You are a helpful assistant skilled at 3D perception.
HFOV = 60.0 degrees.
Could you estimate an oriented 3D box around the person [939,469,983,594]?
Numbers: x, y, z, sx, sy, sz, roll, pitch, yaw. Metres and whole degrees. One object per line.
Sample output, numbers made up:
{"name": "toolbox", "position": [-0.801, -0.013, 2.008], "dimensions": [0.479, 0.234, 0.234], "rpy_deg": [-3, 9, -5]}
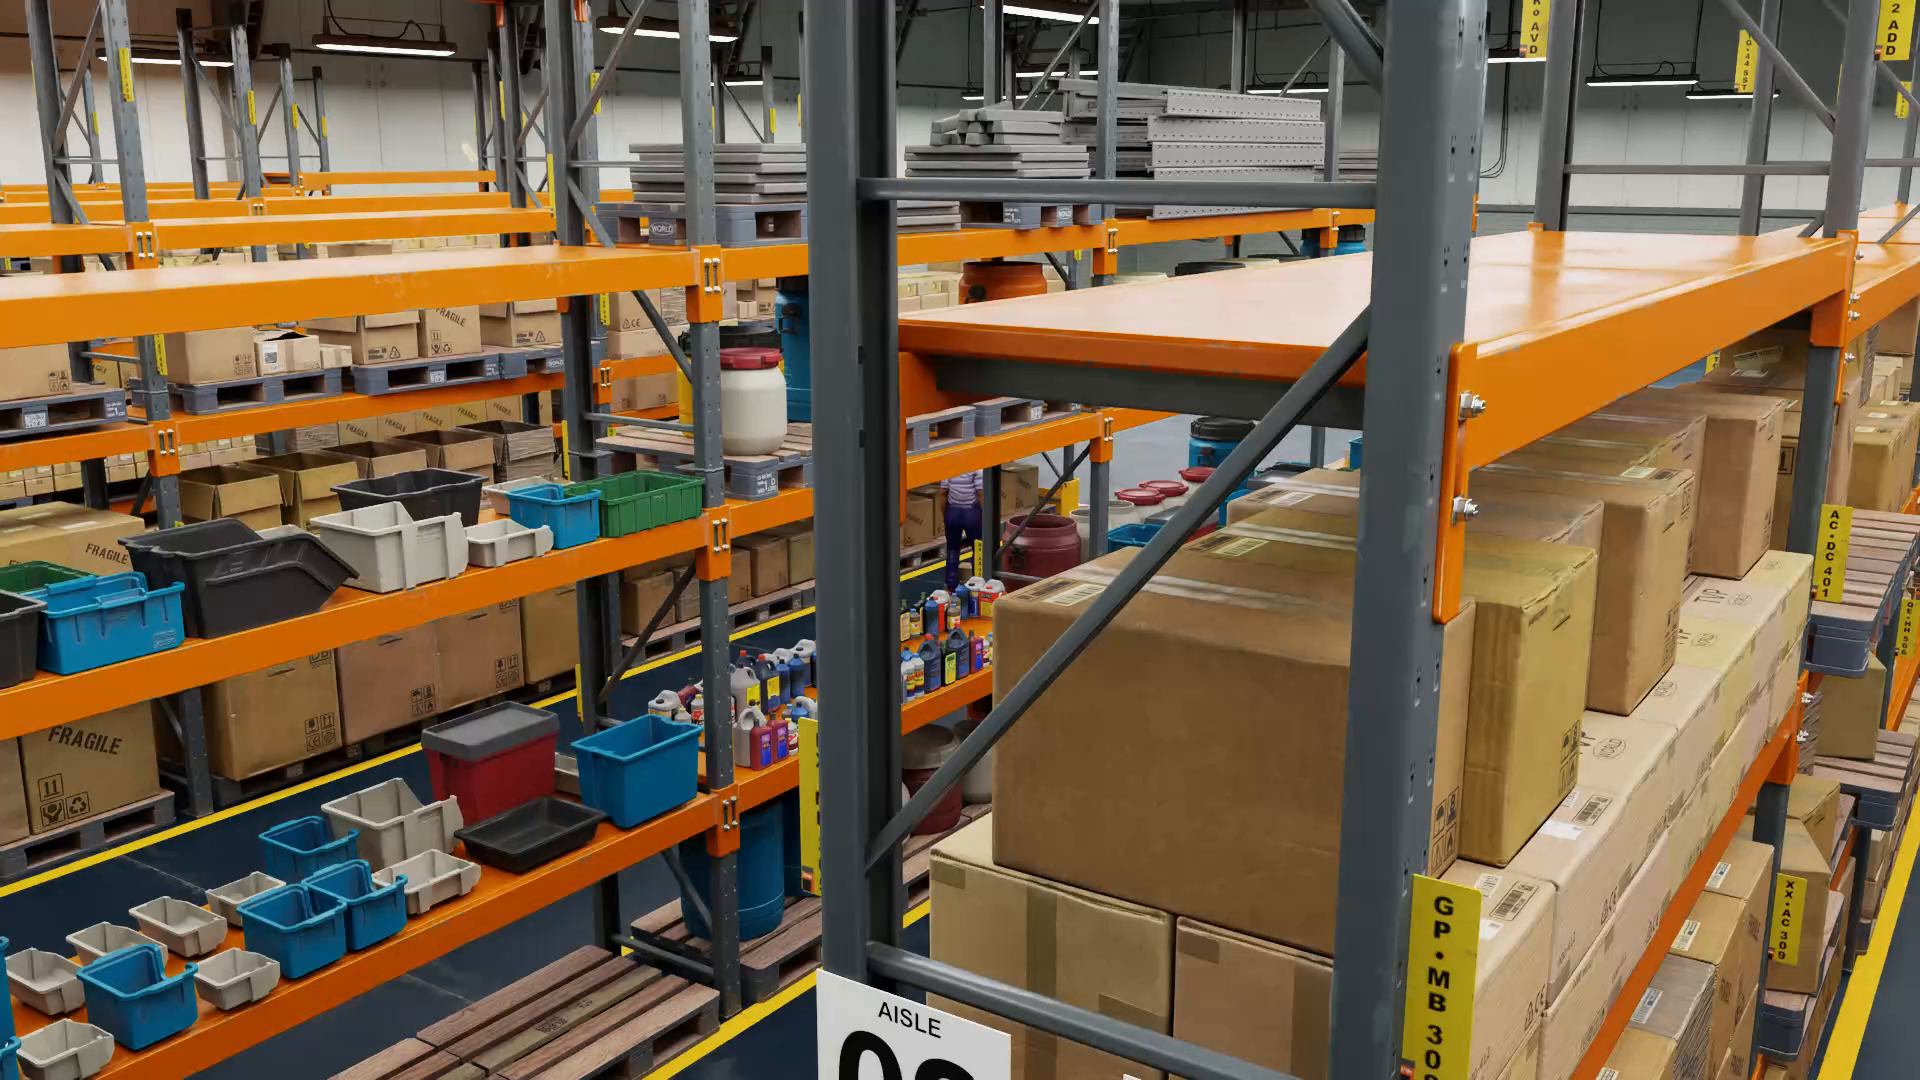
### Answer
{"name": "person", "position": [0.051, -0.232, 17.498], "dimensions": [0.544, 1.651, 0.369], "rpy_deg": [4, 14, 15]}
